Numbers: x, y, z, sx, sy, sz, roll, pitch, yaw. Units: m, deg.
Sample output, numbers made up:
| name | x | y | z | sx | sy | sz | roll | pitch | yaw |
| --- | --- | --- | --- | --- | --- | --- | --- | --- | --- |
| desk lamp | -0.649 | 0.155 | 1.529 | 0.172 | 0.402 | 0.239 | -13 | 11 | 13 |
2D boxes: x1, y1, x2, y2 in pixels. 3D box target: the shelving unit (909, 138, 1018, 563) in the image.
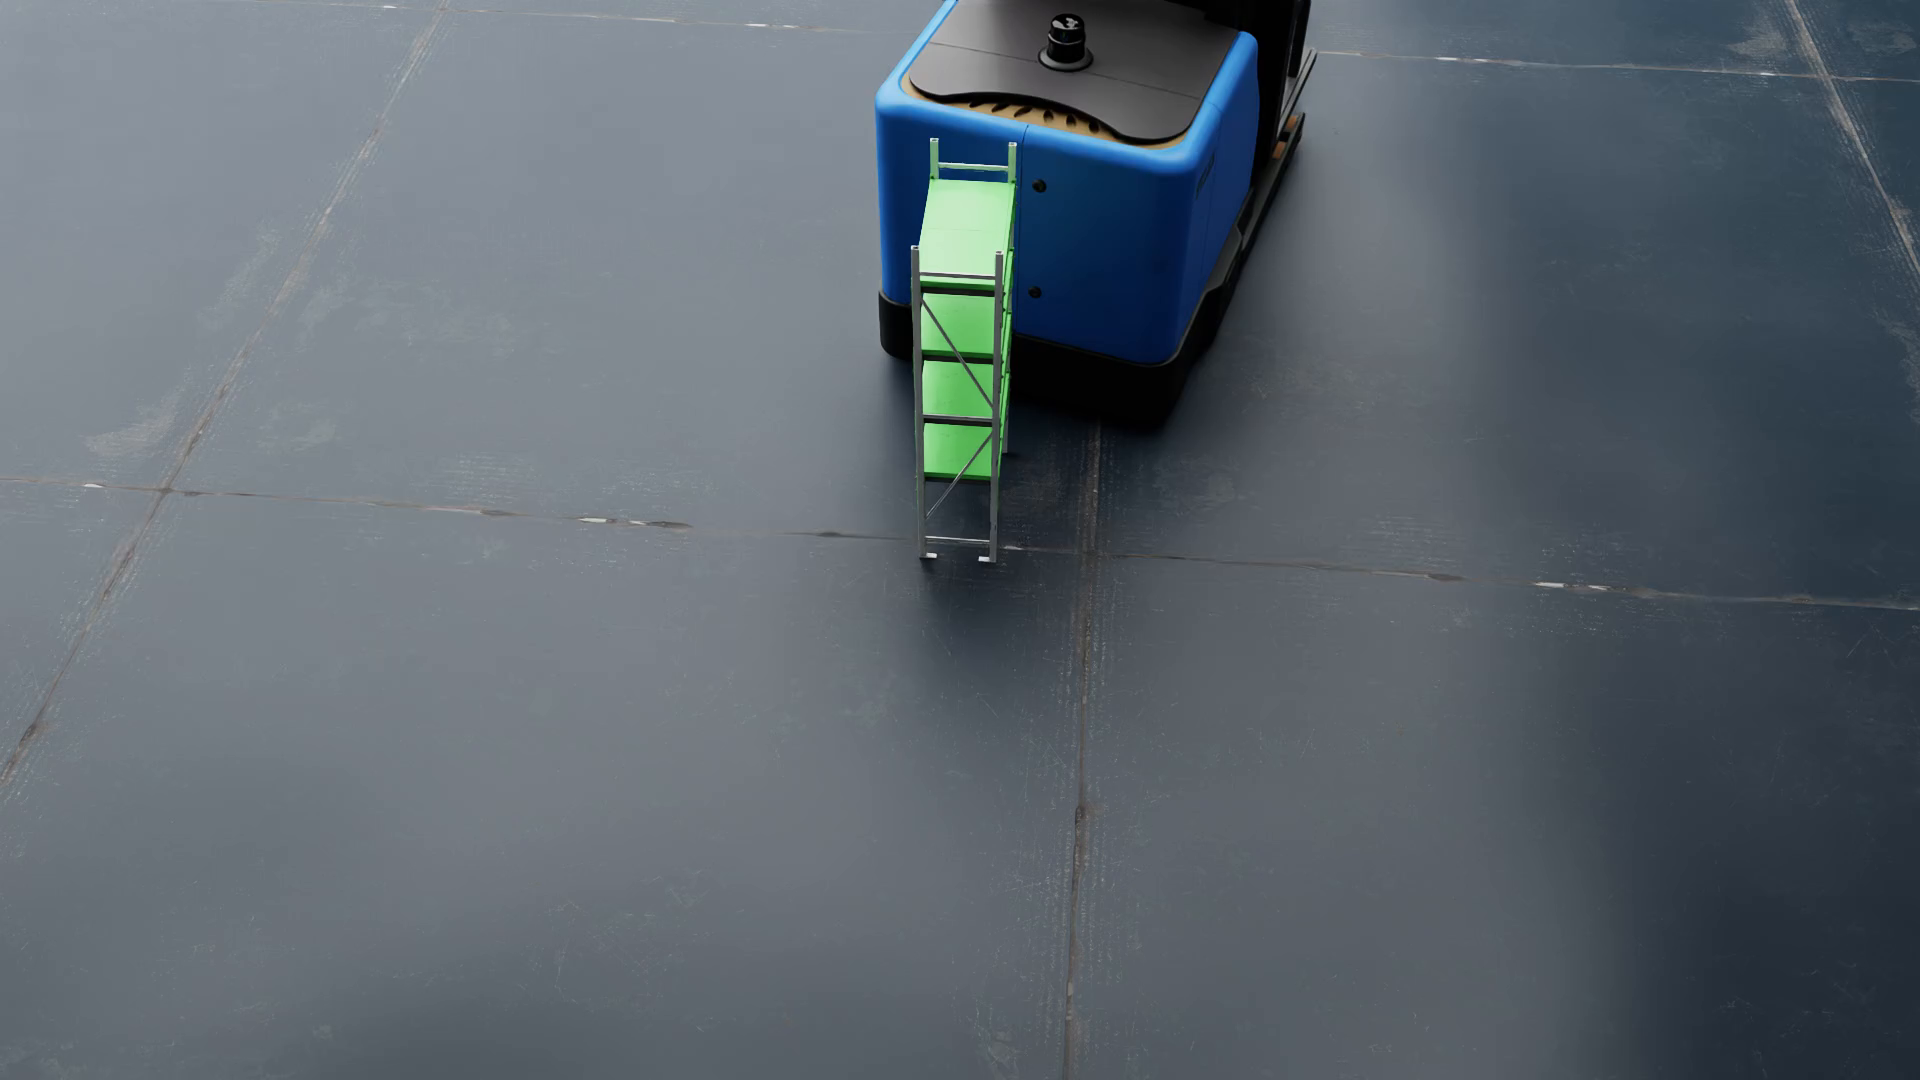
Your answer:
| name | x | y | z | sx | sy | sz | roll | pitch | yaw |
| --- | --- | --- | --- | --- | --- | --- | --- | --- | --- |
| shelving unit | 0.015 | -0.527 | 4.918 | 0.258 | 1.200 | 0.503 | 4 | 48 | 4 |

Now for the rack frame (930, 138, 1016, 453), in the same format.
| name | x | y | z | sx | sy | sz | roll | pitch | yaw |
| --- | --- | --- | --- | --- | --- | --- | --- | --- | --- |
| rack frame | 0.037 | -0.706 | 5.082 | 0.240 | 1.200 | 0.015 | 4 | 48 | 4 |

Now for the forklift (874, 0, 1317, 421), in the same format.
| name | x | y | z | sx | sy | sz | roll | pitch | yaw |
| --- | --- | --- | --- | --- | --- | --- | --- | --- | --- |
| forklift | 0.729 | -2.493 | 5.544 | 1.130 | 2.935 | 3.031 | 16 | 50 | 14 |

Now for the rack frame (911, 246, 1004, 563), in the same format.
| name | x | y | z | sx | sy | sz | roll | pitch | yaw |
| --- | --- | --- | --- | --- | --- | --- | --- | --- | --- |
| rack frame | -0.007 | -0.347 | 4.754 | 0.240 | 1.200 | 0.015 | 4 | 48 | 4 |

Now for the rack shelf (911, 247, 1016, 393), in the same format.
| name | x | y | z | sx | sy | sz | roll | pitch | yaw |
| --- | --- | --- | --- | --- | --- | --- | --- | --- | --- |
| rack shelf | 0.015 | -0.645 | 4.789 | 0.258 | 0.148 | 0.480 | 4 | 48 | 4 |

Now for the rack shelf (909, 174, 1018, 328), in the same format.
| name | x | y | z | sx | sy | sz | roll | pitch | yaw |
| --- | --- | --- | --- | --- | --- | --- | --- | --- | --- |
| rack shelf | 0.015 | -0.807 | 4.611 | 0.258 | 0.148 | 0.480 | 4 | 48 | 4 |

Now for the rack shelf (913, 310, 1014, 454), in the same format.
| name | x | y | z | sx | sy | sz | roll | pitch | yaw |
| --- | --- | --- | --- | --- | --- | --- | --- | --- | --- |
| rack shelf | 0.015 | -0.483 | 4.966 | 0.258 | 0.148 | 0.480 | 4 | 48 | 4 |

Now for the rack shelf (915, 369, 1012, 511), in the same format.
| name | x | y | z | sx | sy | sz | roll | pitch | yaw |
| --- | --- | --- | --- | --- | --- | --- | --- | --- | --- |
| rack shelf | 0.015 | -0.321 | 5.143 | 0.258 | 0.148 | 0.480 | 4 | 48 | 4 |
